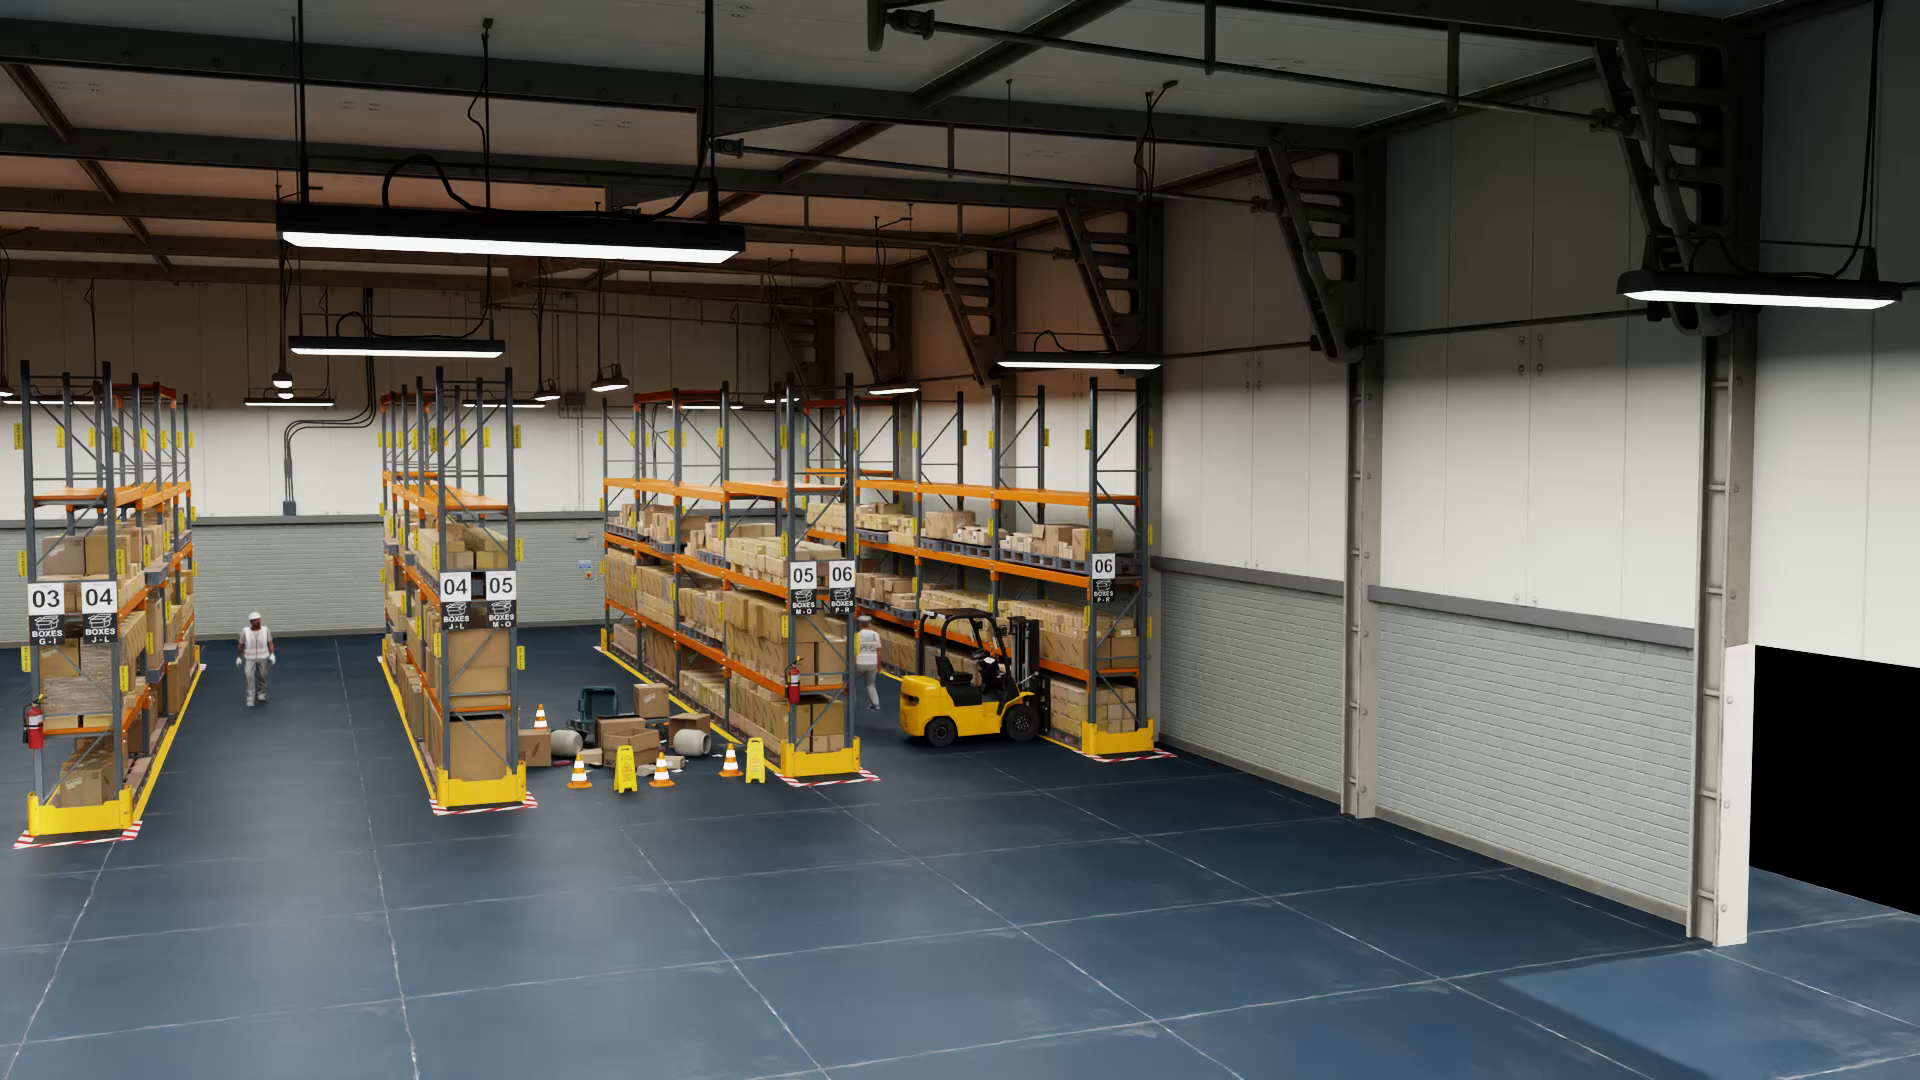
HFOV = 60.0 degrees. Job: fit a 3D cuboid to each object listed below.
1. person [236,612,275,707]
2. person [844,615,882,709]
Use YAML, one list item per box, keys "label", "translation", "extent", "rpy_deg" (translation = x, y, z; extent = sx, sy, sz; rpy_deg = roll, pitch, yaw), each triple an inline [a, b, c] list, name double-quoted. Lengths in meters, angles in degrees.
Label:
- label: "person"
  translation: [-13.286, 2.222, 31.353]
  extent: [0.695, 1.720, 1.039]
  rpy_deg: [-1, 4, -20]
- label: "person"
  translation: [-1.688, 2.144, 29.269]
  extent: [0.641, 1.646, 0.809]
  rpy_deg: [-2, 4, -25]
